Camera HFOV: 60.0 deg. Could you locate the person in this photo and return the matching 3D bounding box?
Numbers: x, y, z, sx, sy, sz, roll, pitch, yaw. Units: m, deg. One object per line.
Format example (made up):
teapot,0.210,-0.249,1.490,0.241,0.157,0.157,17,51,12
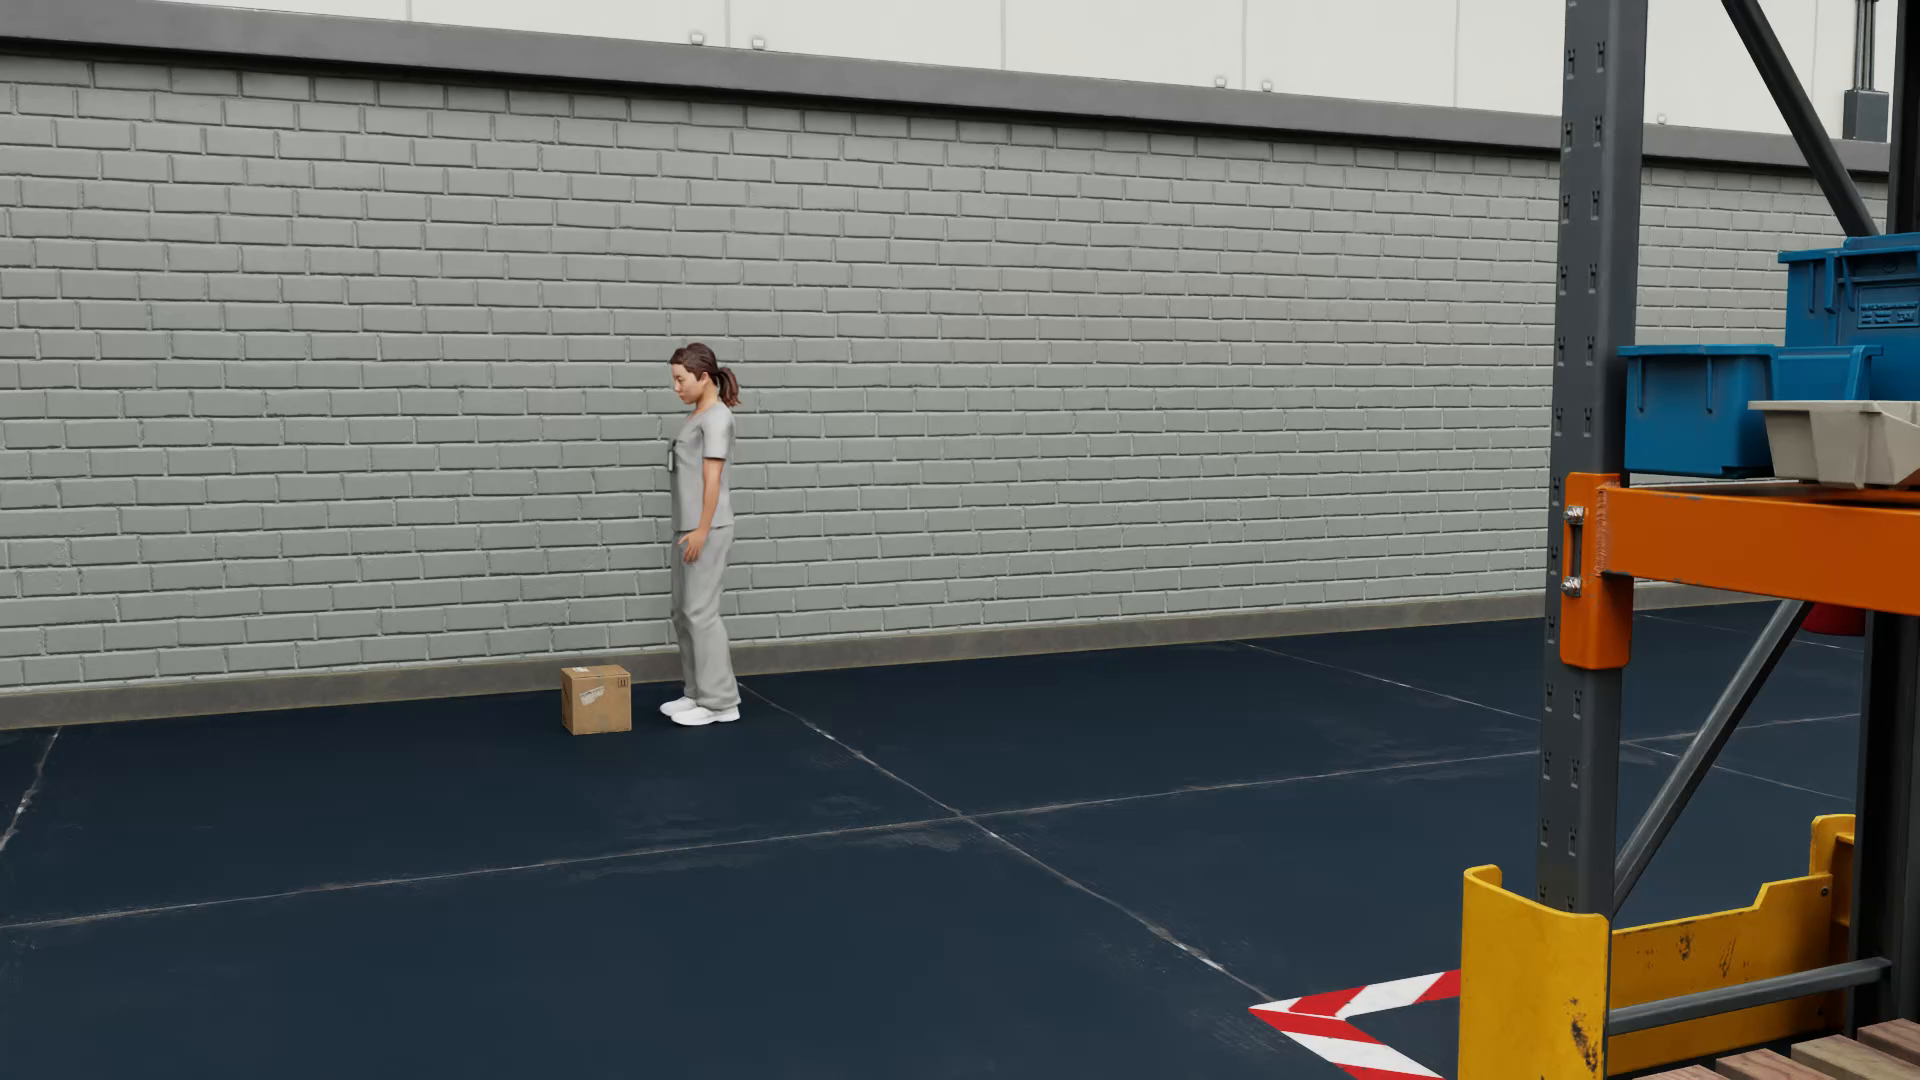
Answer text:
person,-1.127,-0.030,7.334,0.361,1.670,0.443,-2,6,-23
